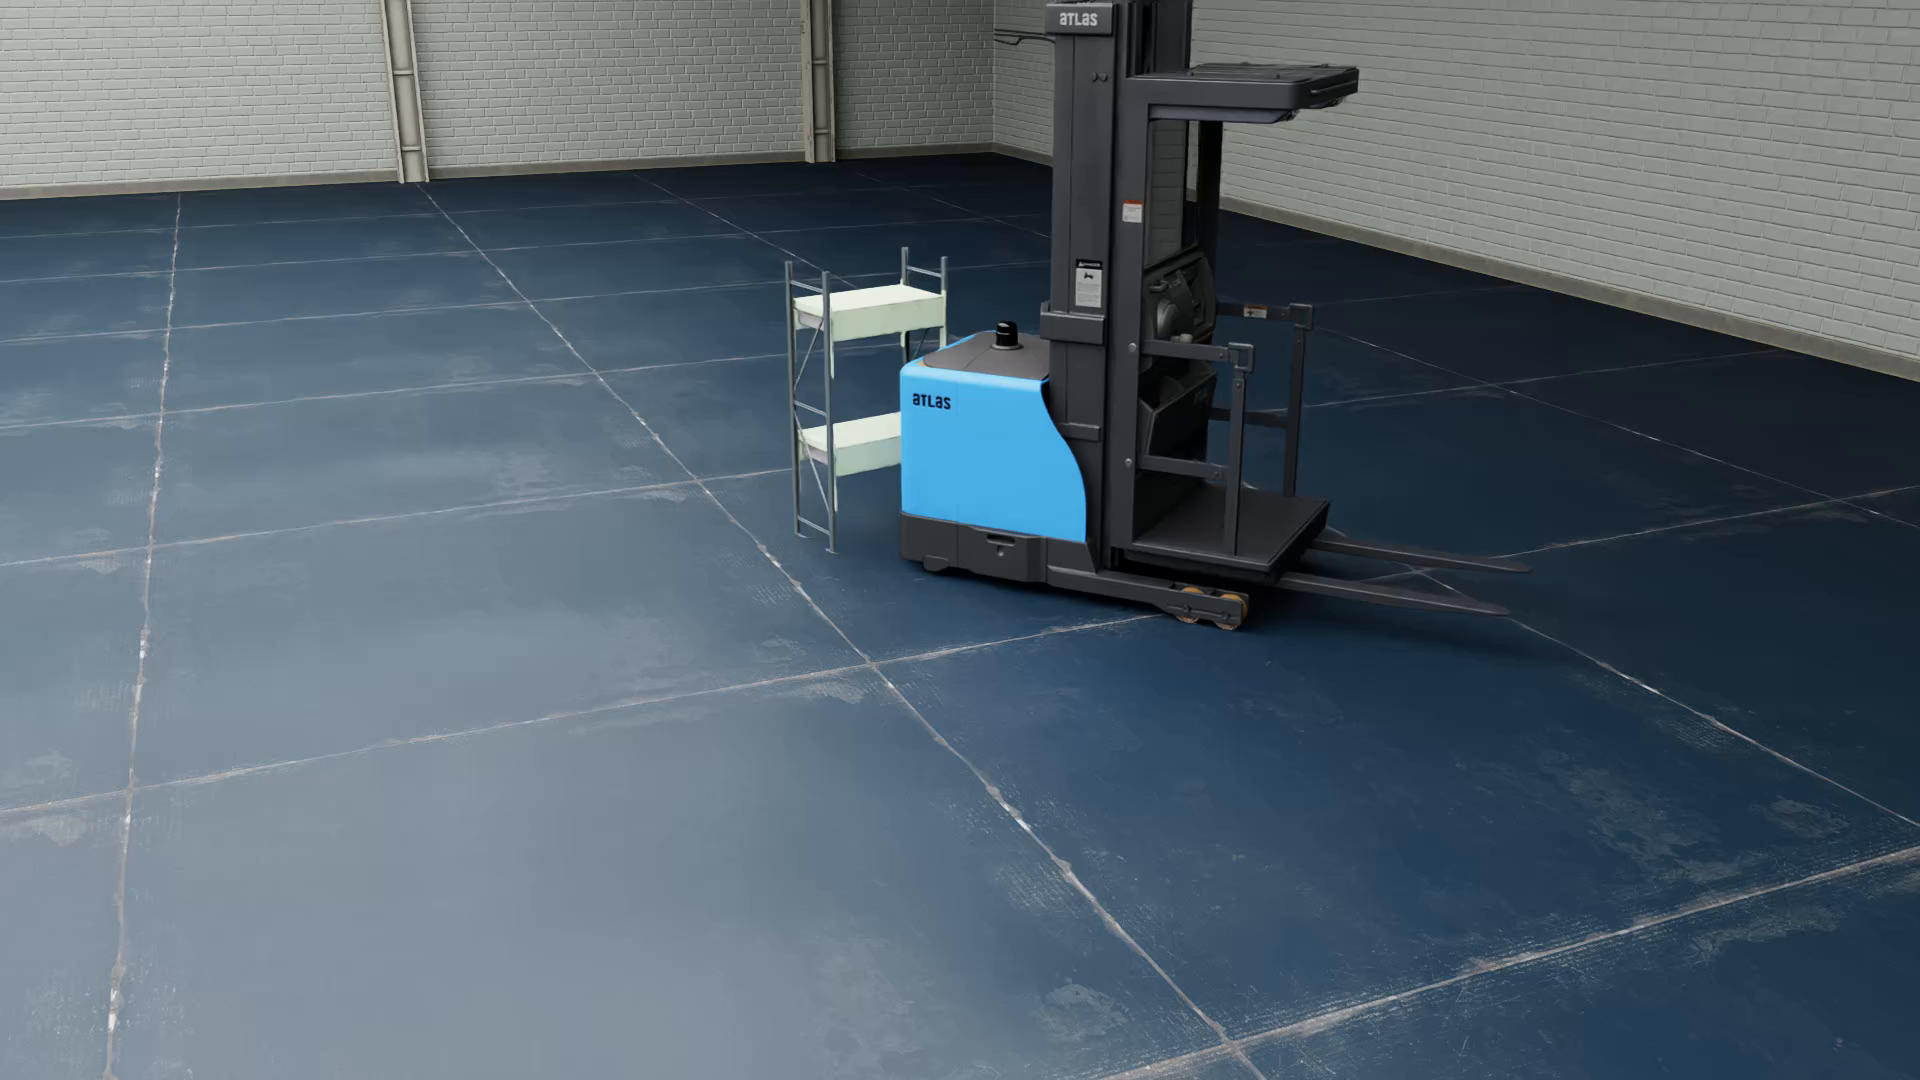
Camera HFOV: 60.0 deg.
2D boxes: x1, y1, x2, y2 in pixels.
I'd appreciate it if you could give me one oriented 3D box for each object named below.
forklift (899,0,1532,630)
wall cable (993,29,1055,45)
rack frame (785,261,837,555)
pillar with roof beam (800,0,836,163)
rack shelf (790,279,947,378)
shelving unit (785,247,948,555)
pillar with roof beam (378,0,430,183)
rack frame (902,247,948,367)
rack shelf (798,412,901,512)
[{"bbox_3d":[1.239,-1.162,7.908,3.031,2.935,1.130,9,21,25],"label":"forklift"},{"bbox_3d":[1.082,-8.584,24.528,0.112,2.526,3.097,-8,21,-22],"label":"wall cable"},{"bbox_3d":[-0.780,-0.684,8.708,0.023,1.500,0.400,-14,24,-34],"label":"rack frame"},{"bbox_3d":[-0.442,-8.752,20.328,0.400,9.000,9.100,-8,21,-22],"label":"pillar with roof beam"},{"bbox_3d":[-0.485,-1.124,8.781,0.720,0.370,0.431,-14,24,-34],"label":"rack shelf"},{"bbox_3d":[-0.485,-0.756,8.911,0.755,1.500,0.431,-14,24,-34],"label":"shelving unit"},{"bbox_3d":[-5.951,-7.962,18.086,0.400,9.000,9.100,-8,21,-22],"label":"pillar with roof beam"},{"bbox_3d":[-0.189,-0.828,9.115,0.023,1.500,0.400,-14,24,-34],"label":"rack frame"},{"bbox_3d":[-0.485,-0.449,9.019,0.720,0.370,0.431,-14,24,-34],"label":"rack shelf"}]
